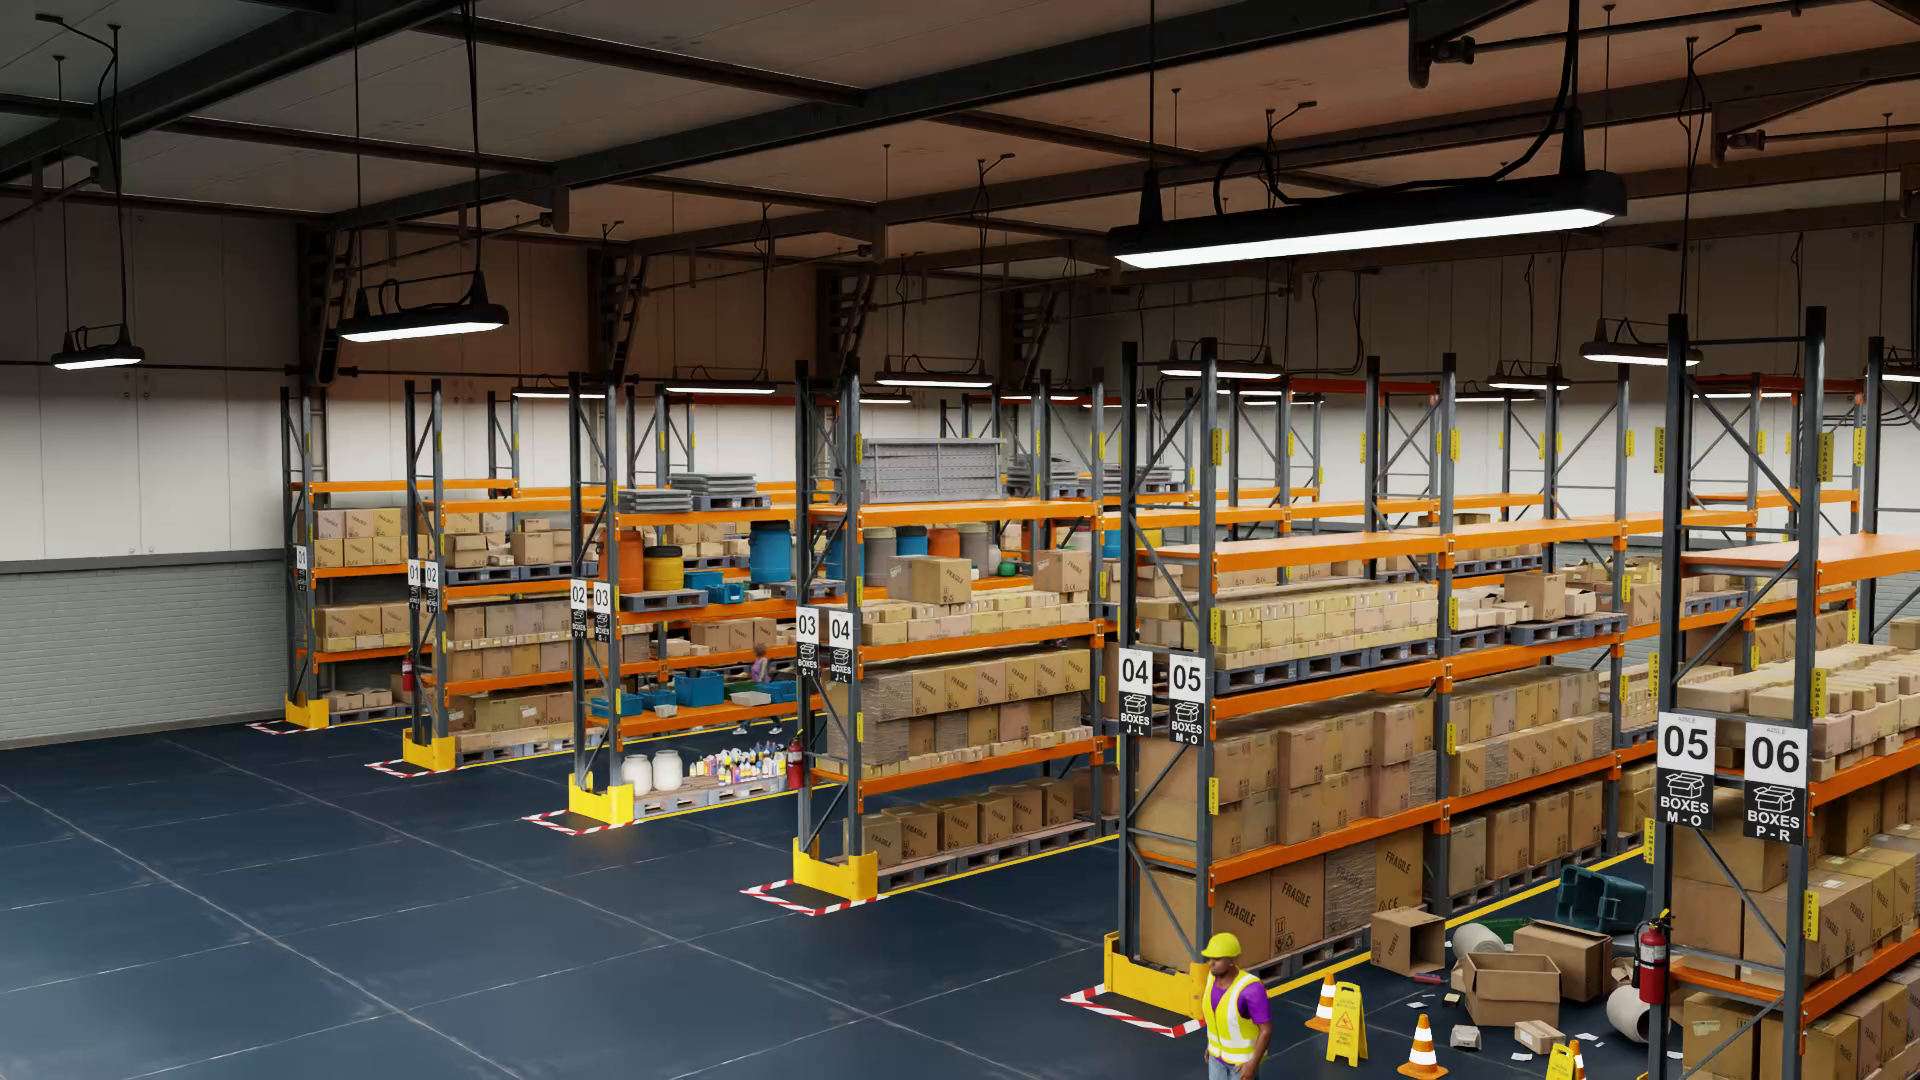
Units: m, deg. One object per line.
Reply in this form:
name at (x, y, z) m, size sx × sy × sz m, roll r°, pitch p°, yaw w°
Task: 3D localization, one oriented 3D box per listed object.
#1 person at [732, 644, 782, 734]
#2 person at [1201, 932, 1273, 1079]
person at (-3.469, 2.554, 28.352) m, size 0.893 × 1.560 × 0.438 m, roll -2°, pitch 4°, yaw -31°
person at (1.966, 3.561, 11.517) m, size 0.678 × 1.739 × 0.636 m, roll -2°, pitch 4°, yaw -34°
